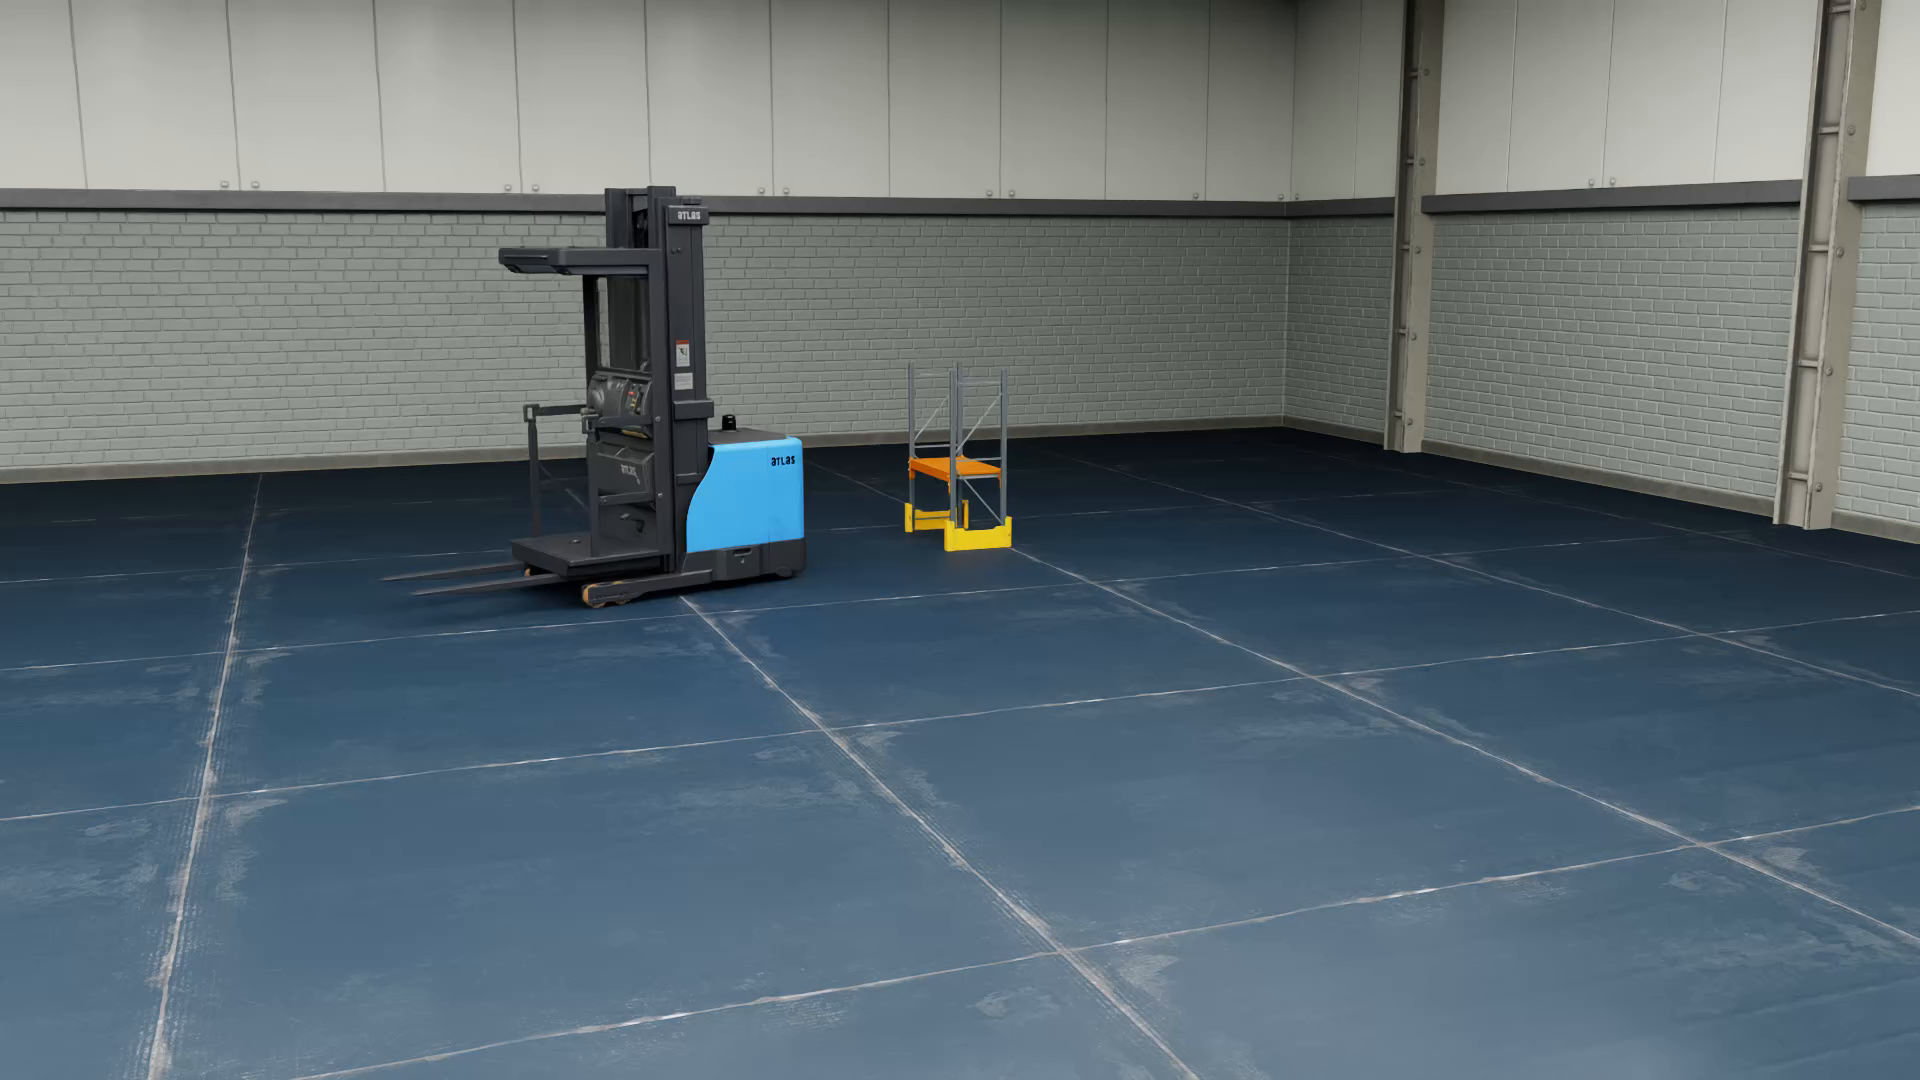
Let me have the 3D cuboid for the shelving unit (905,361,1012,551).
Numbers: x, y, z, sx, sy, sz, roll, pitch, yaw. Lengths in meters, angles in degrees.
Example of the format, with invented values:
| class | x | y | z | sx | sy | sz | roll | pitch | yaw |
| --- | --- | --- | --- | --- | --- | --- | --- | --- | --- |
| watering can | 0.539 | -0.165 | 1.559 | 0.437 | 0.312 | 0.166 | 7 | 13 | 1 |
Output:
| class | x | y | z | sx | sy | sz | roll | pitch | yaw |
| --- | --- | --- | --- | --- | --- | --- | --- | --- | --- |
| shelving unit | -0.028 | -0.751 | 14.359 | 0.587 | 1.500 | 1.083 | -4 | 11 | -21 |

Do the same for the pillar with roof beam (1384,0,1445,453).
| class | x | y | z | sx | sy | sz | roll | pitch | yaw |
| --- | --- | --- | --- | --- | --- | --- | --- | --- | --- |
| pillar with roof beam | 1.498 | -5.269 | 18.349 | 9.100 | 9.000 | 0.400 | -4 | 11 | -21 |

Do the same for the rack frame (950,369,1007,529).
| class | x | y | z | sx | sy | sz | roll | pitch | yaw |
| --- | --- | --- | --- | --- | --- | --- | --- | --- | --- |
| rack frame | 0.153 | -0.669 | 13.901 | 0.500 | 1.500 | 0.032 | -4 | 11 | -21 |

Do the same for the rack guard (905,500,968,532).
| class | x | y | z | sx | sy | sz | roll | pitch | yaw |
| --- | --- | --- | --- | --- | --- | --- | --- | --- | --- |
| rack guard | -0.208 | -0.217 | 14.925 | 0.587 | 0.250 | 0.087 | -4 | 11 | -21 |

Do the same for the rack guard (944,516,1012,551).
| class | x | y | z | sx | sy | sz | roll | pitch | yaw |
| --- | --- | --- | --- | --- | --- | --- | --- | --- | --- |
| rack guard | 0.153 | -0.054 | 14.011 | 0.587 | 0.250 | 0.087 | -4 | 11 | -21 |

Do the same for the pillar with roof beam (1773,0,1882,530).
| class | x | y | z | sx | sy | sz | roll | pitch | yaw |
| --- | --- | --- | --- | --- | --- | --- | --- | --- | --- |
| pillar with roof beam | 3.672 | -4.290 | 12.843 | 9.100 | 9.000 | 0.400 | -4 | 11 | -21 |

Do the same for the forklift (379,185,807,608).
| class | x | y | z | sx | sy | sz | roll | pitch | yaw |
| --- | --- | --- | --- | --- | --- | --- | --- | --- | --- |
| forklift | -2.659 | -1.068 | 12.055 | 3.031 | 2.935 | 1.130 | -8 | 13 | -37 |

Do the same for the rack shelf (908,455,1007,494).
| class | x | y | z | sx | sy | sz | roll | pitch | yaw |
| --- | --- | --- | --- | --- | --- | --- | --- | --- | --- |
| rack shelf | -0.031 | -0.575 | 14.399 | 0.538 | 0.185 | 1.000 | -4 | 11 | -21 |

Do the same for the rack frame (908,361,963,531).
| class | x | y | z | sx | sy | sz | roll | pitch | yaw |
| --- | --- | --- | --- | --- | --- | --- | --- | --- | --- |
| rack frame | -0.215 | -0.835 | 14.834 | 0.500 | 1.500 | 0.032 | -4 | 11 | -21 |
